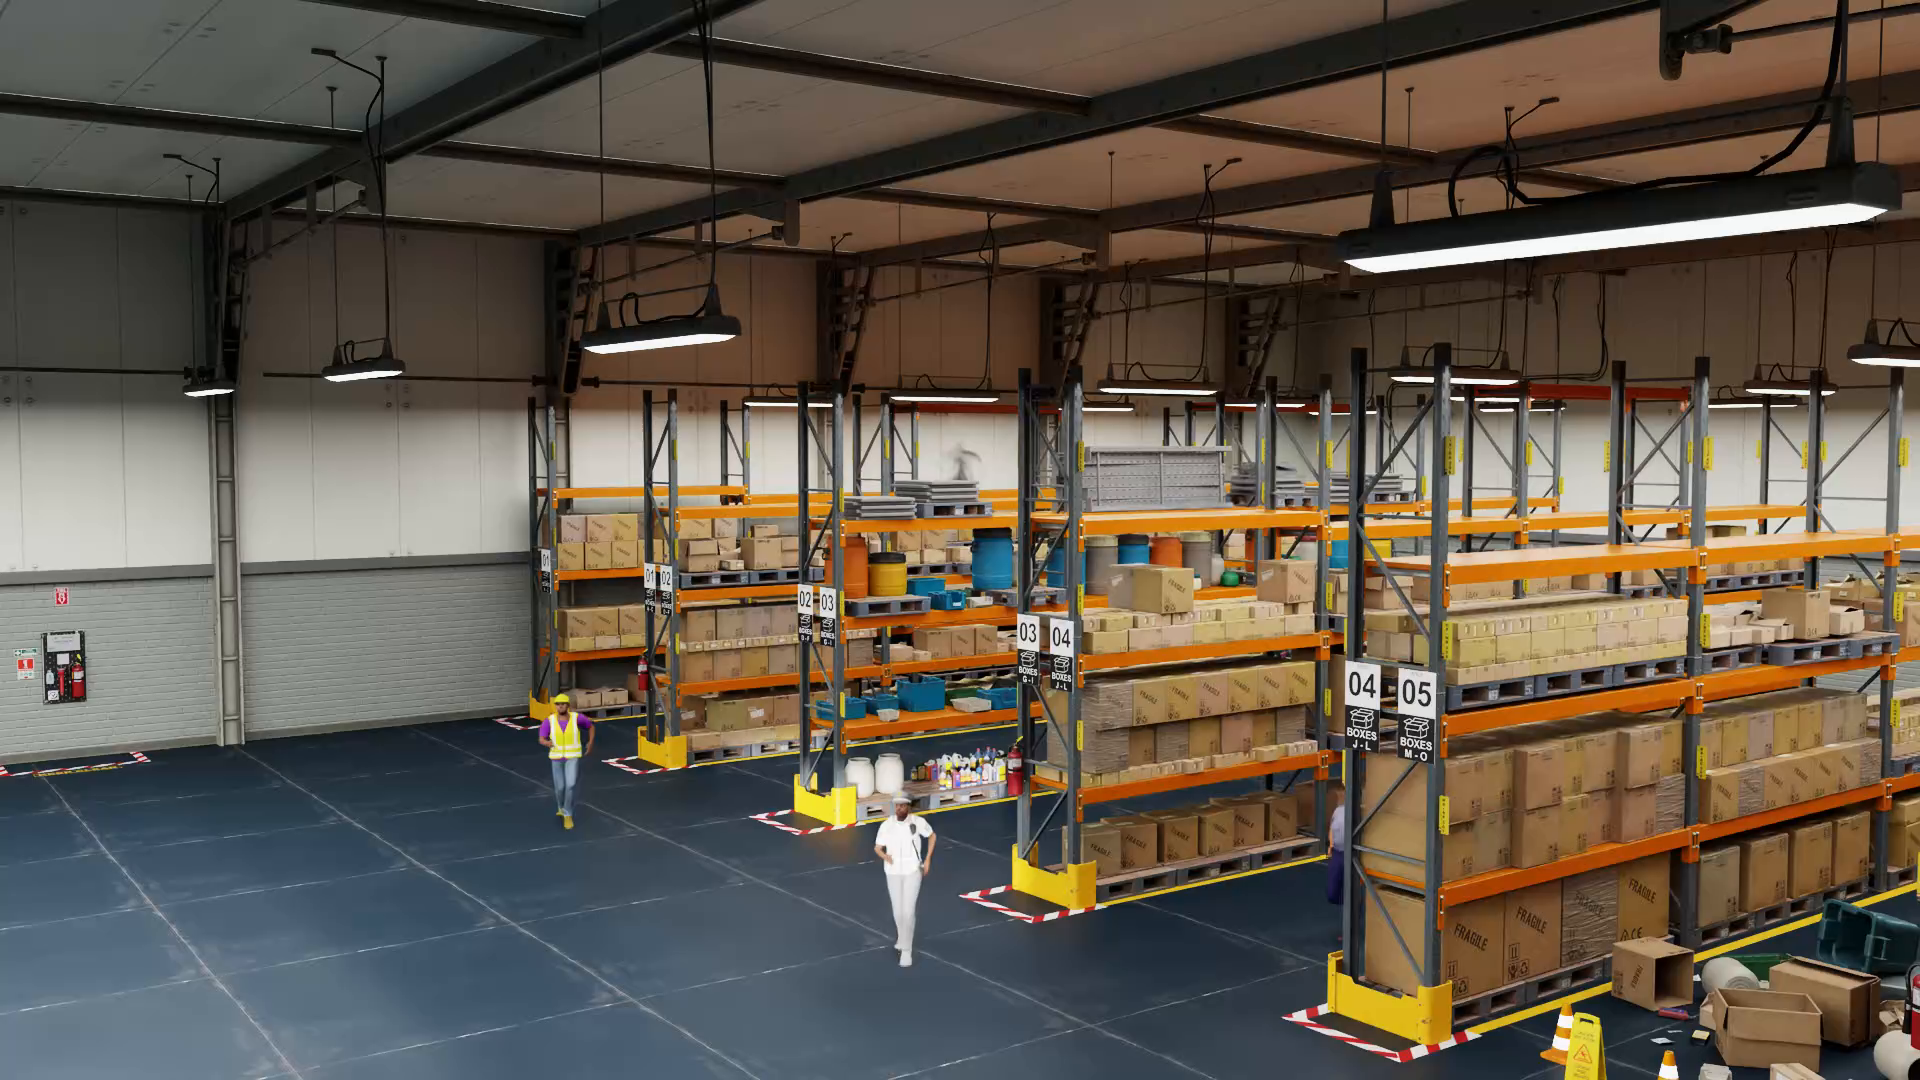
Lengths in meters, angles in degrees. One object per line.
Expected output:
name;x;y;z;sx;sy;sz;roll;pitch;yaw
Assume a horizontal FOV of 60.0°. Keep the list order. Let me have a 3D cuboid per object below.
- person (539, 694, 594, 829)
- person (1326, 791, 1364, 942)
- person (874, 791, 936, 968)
person;-5.332;2.976;22.489;0.707;1.802;0.757;0;3;-5
person;4.096;3.341;17.322;0.608;1.596;0.609;3;4;41
person;-0.561;3.353;16.600;0.576;1.743;0.726;1;3;12
